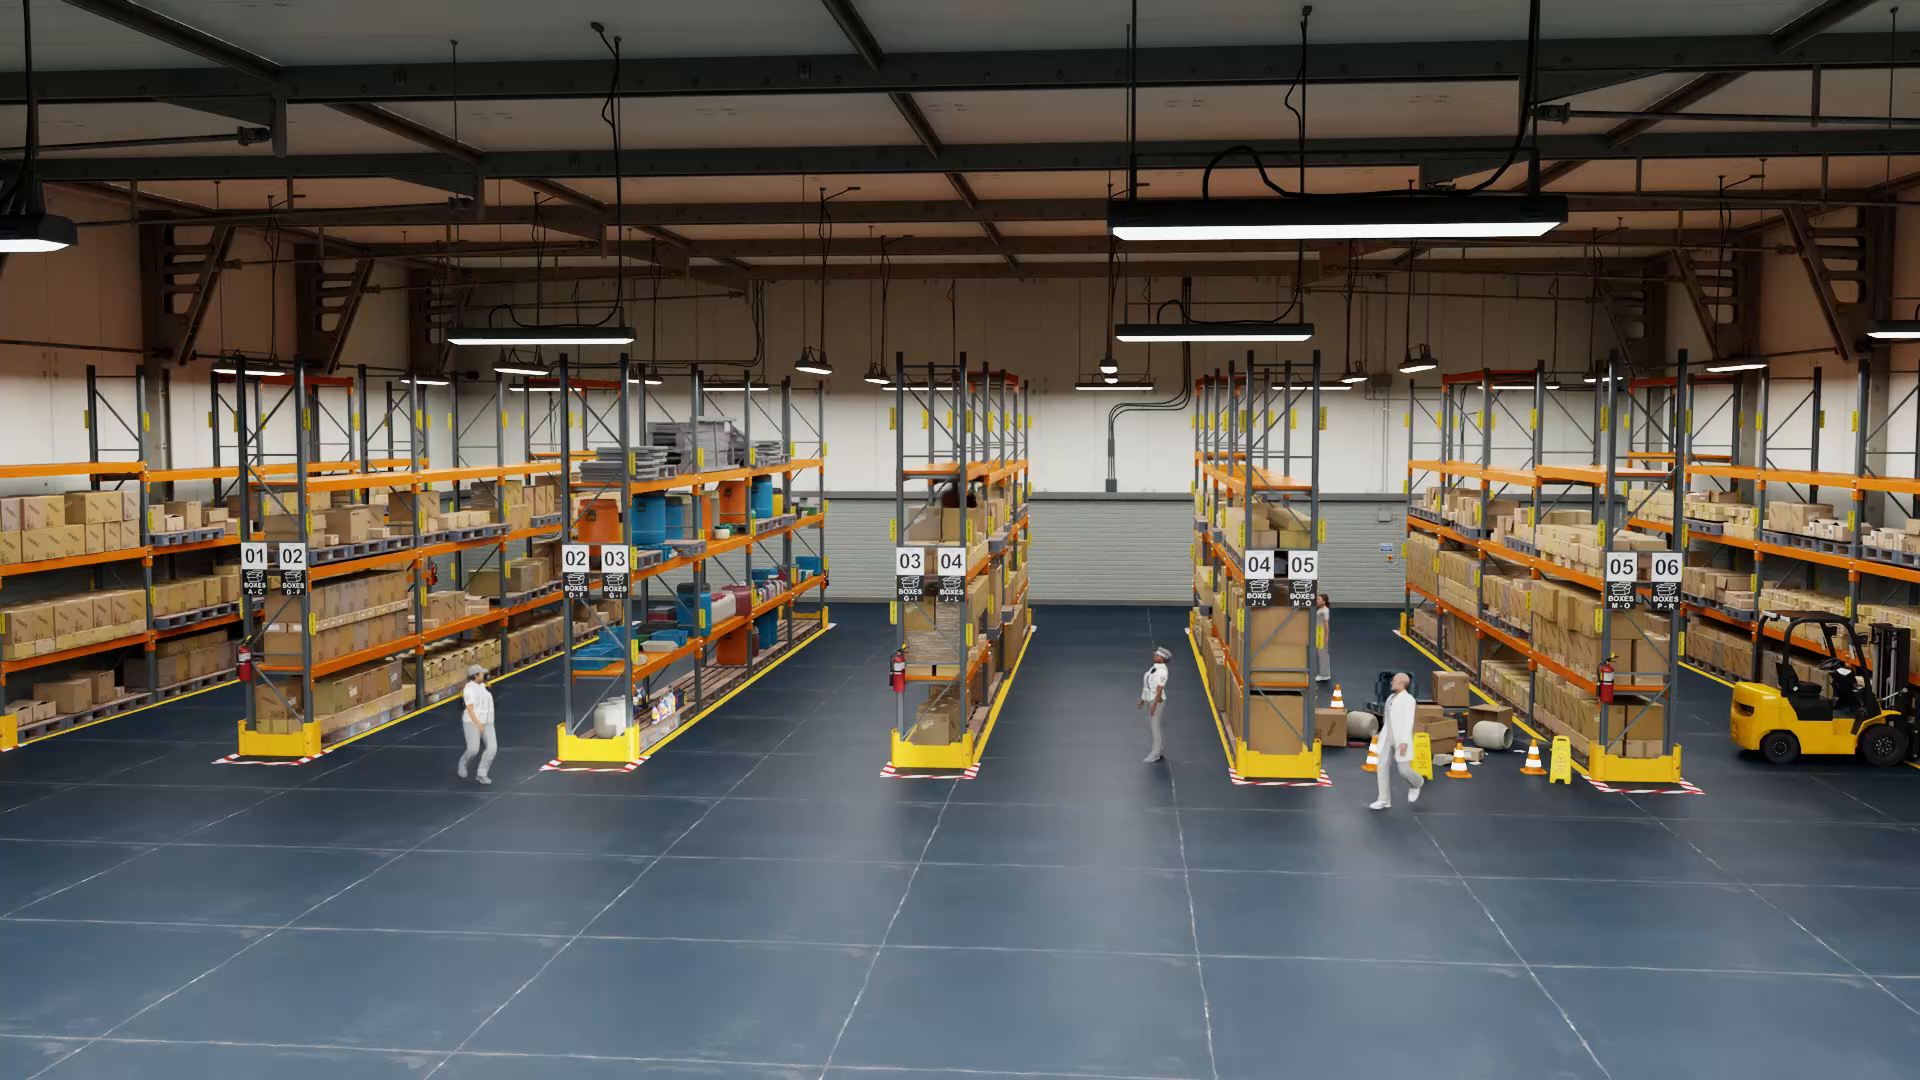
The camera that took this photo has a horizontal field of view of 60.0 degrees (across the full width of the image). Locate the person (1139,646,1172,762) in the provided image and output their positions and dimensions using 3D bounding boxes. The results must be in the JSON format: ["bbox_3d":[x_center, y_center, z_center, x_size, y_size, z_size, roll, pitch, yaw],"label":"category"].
[{"bbox_3d":[2.881,2.418,24.702,0.520,1.703,0.477,-2,5,-28],"label":"person"}]

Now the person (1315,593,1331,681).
[{"bbox_3d":[7.024,1.875,32.249,0.348,1.673,0.507,1,4,13],"label":"person"}]

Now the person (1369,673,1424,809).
[{"bbox_3d":[5.703,2.630,21.528,0.539,1.662,0.885,4,6,45],"label":"person"}]

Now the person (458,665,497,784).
[{"bbox_3d":[-6.694,2.564,23.172,0.629,1.637,0.568,3,5,33],"label":"person"}]
